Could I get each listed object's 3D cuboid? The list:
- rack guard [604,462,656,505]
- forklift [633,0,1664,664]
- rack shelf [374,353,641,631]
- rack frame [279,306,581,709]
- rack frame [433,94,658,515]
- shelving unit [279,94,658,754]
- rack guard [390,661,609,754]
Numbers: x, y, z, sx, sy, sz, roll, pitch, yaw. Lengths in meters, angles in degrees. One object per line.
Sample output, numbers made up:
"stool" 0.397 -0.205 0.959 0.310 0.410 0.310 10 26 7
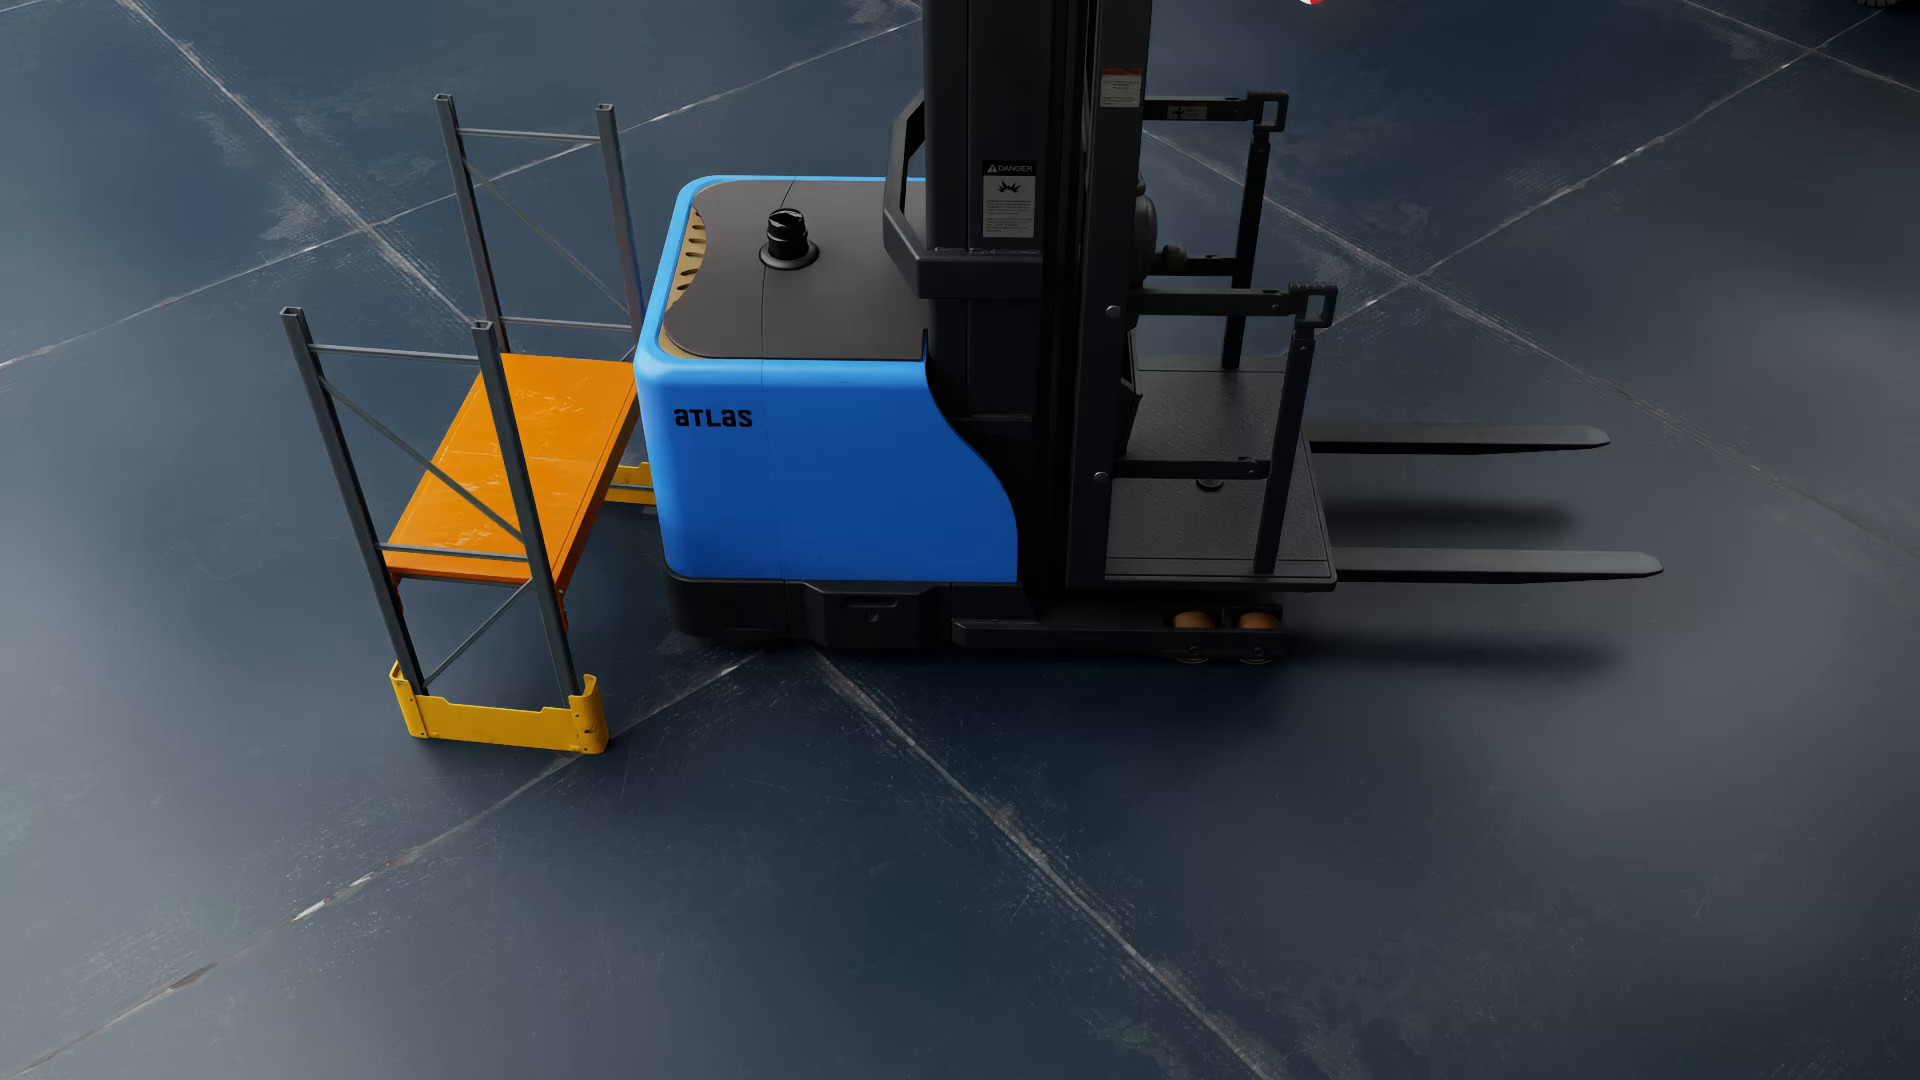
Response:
"rack guard" -1.199 -0.199 5.502 0.587 0.250 0.087 5 43 5
"forklift" 0.630 -1.060 4.460 3.031 2.935 1.130 1 43 1
"rack shelf" -1.260 -0.179 4.831 0.538 0.185 1.000 5 43 5
"rack frame" -1.322 0.036 4.340 0.500 1.500 0.032 5 43 5
"rack frame" -1.199 -0.655 5.075 0.500 1.500 0.032 5 43 5
"shelving unit" -1.259 -0.316 4.714 0.587 1.500 1.083 5 43 5
"rack guard" -1.319 0.478 4.782 0.587 0.250 0.087 5 43 5
